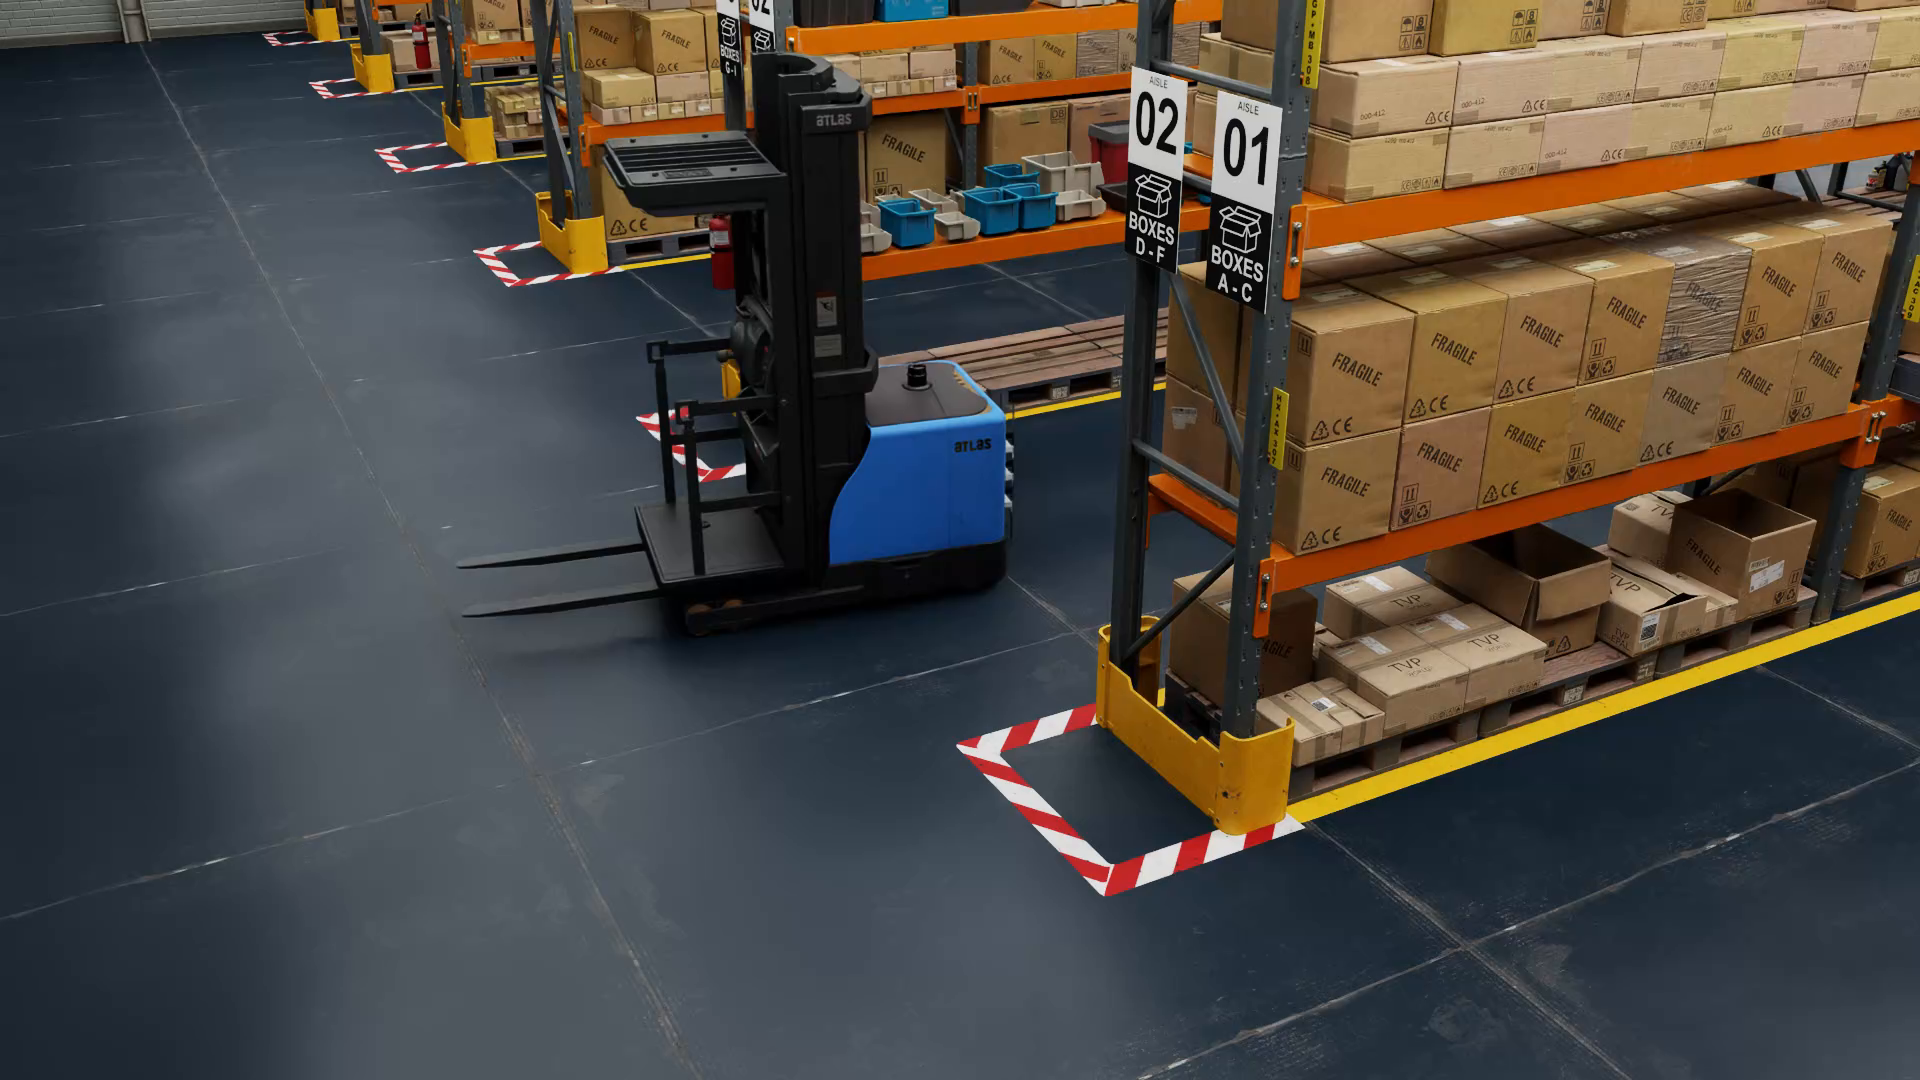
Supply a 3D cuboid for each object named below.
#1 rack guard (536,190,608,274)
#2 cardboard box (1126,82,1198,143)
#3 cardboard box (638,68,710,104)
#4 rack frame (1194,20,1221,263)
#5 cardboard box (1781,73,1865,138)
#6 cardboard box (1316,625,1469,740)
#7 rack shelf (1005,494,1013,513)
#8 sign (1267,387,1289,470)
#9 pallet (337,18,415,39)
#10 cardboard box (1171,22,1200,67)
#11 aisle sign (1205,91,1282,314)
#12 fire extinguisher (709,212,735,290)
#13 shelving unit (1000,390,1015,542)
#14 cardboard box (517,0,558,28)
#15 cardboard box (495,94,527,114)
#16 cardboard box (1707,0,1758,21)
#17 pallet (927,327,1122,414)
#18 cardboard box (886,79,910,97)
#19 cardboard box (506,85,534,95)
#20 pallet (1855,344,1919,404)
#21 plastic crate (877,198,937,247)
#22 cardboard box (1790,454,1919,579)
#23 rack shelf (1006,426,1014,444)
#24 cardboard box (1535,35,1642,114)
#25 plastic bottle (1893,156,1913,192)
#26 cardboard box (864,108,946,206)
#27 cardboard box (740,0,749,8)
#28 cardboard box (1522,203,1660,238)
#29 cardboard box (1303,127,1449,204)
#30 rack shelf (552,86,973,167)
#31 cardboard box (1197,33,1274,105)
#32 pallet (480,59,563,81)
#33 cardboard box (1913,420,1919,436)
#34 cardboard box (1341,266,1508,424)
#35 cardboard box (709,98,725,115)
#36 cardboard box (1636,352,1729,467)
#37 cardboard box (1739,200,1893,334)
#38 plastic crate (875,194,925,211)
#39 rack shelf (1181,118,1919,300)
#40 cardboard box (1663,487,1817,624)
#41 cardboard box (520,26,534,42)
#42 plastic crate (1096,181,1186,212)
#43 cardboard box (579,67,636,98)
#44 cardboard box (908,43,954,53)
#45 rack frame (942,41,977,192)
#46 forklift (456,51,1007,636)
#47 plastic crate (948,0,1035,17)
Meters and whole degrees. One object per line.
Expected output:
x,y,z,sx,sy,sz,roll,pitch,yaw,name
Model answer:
-3.665,-2.915,15.684,0.348,0.500,1.175,-13,29,-25,rack guard
2.006,-4.596,18.267,0.875,0.875,1.225,-13,29,-25,cardboard box
-2.638,-4.216,15.336,0.500,0.250,0.500,-13,29,-26,cardboard box
2.216,-2.969,12.910,0.127,3.000,1.000,-13,29,-25,rack frame
3.794,-2.063,7.730,0.500,0.250,0.500,-13,29,-25,cardboard box
2.069,0.675,7.989,0.500,0.250,0.500,-13,29,-25,cardboard box
0.186,-0.237,10.138,0.200,0.077,0.258,-8,27,-16,rack shelf
1.270,-0.445,6.653,0.005,0.325,0.100,-13,29,-25,sign
-9.876,-8.647,27.957,1.213,0.211,1.003,-13,29,-25,pallet
2.197,-5.319,17.689,0.500,0.500,0.500,-14,29,-27,cardboard box
1.092,-1.308,6.446,0.004,0.787,0.394,-13,29,-25,aisle sign
-1.660,-2.095,11.608,0.183,0.674,0.296,-13,29,-25,fire extinguisher
0.186,-0.430,10.046,0.210,0.900,0.258,-8,27,-16,shelving unit
-4.902,-6.245,19.273,0.500,0.500,0.500,-13,29,-25,cardboard box
-5.267,-5.110,19.491,0.250,0.149,0.380,-14,29,-27,cardboard box
3.186,-2.659,7.528,0.500,0.500,0.700,-13,29,-25,cardboard box
0.508,-1.298,12.650,1.213,0.211,1.003,-13,29,-25,pallet
-0.683,-4.456,16.296,0.250,0.149,0.380,-14,29,-26,cardboard box
-5.292,-5.367,20.026,0.250,0.149,0.380,-12,28,-24,cardboard box
5.300,-1.111,9.262,1.213,0.211,1.003,-13,29,-25,pallet
-0.360,-2.165,11.359,0.300,0.233,0.416,-13,29,-25,plastic crate
5.085,-0.154,9.426,0.500,0.500,0.500,-14,29,-27,cardboard box
0.186,-0.643,9.944,0.200,0.077,0.258,-8,27,-16,rack shelf
2.473,-1.981,6.981,0.500,0.250,0.500,-13,29,-25,cardboard box
9.775,-3.789,17.170,0.185,0.351,0.144,-13,29,-25,plastic bottle
-0.735,-3.989,17.002,0.875,0.875,0.875,-13,29,-25,cardboard box
-2.653,-6.749,20.322,0.500,0.500,0.500,-13,29,-25,cardboard box
3.087,-1.374,8.317,0.500,0.500,0.500,-14,29,-27,cardboard box
1.587,-1.554,6.670,0.500,0.250,0.500,-13,29,-25,cardboard box
-1.879,-4.129,16.157,4.000,0.370,1.077,-13,29,-25,rack shelf
1.347,-1.974,6.967,0.500,0.250,0.500,-13,29,-25,cardboard box
-6.564,-7.013,24.555,1.213,0.211,1.003,-13,29,-25,pallet
5.967,-0.696,9.687,0.500,0.250,0.500,-13,29,-25,cardboard box
1.987,-0.857,7.240,0.500,0.500,0.500,-13,28,-25,cardboard box
-2.270,-4.089,15.533,0.250,0.149,0.380,-14,29,-26,cardboard box
3.317,-0.711,8.091,0.500,0.500,0.500,-12,28,-24,cardboard box
4.219,-1.371,8.310,0.500,0.500,0.500,-13,28,-25,cardboard box
-0.417,-2.352,11.859,0.243,0.136,0.396,-13,29,-25,plastic crate
2.779,-1.697,7.626,4.000,0.370,1.077,-13,29,-25,rack shelf
4.174,0.076,8.947,0.500,0.500,0.500,-13,29,-25,cardboard box
-4.981,-5.891,19.285,0.250,0.149,0.380,-14,29,-27,cardboard box
1.355,-2.542,12.268,0.590,0.125,0.437,-13,29,-25,plastic crate
-3.341,-4.313,15.538,0.500,0.250,0.500,-13,29,-26,cardboard box
-0.394,-5.070,16.248,0.500,0.500,0.500,-12,28,-24,cardboard box
-0.115,-4.861,16.850,0.127,3.000,1.000,-13,29,-25,rack frame
-1.306,-1.054,9.001,3.031,2.935,1.130,-8,27,-16,forklift
0.164,-3.685,11.007,0.767,0.338,0.504,-13,29,-25,plastic crate
